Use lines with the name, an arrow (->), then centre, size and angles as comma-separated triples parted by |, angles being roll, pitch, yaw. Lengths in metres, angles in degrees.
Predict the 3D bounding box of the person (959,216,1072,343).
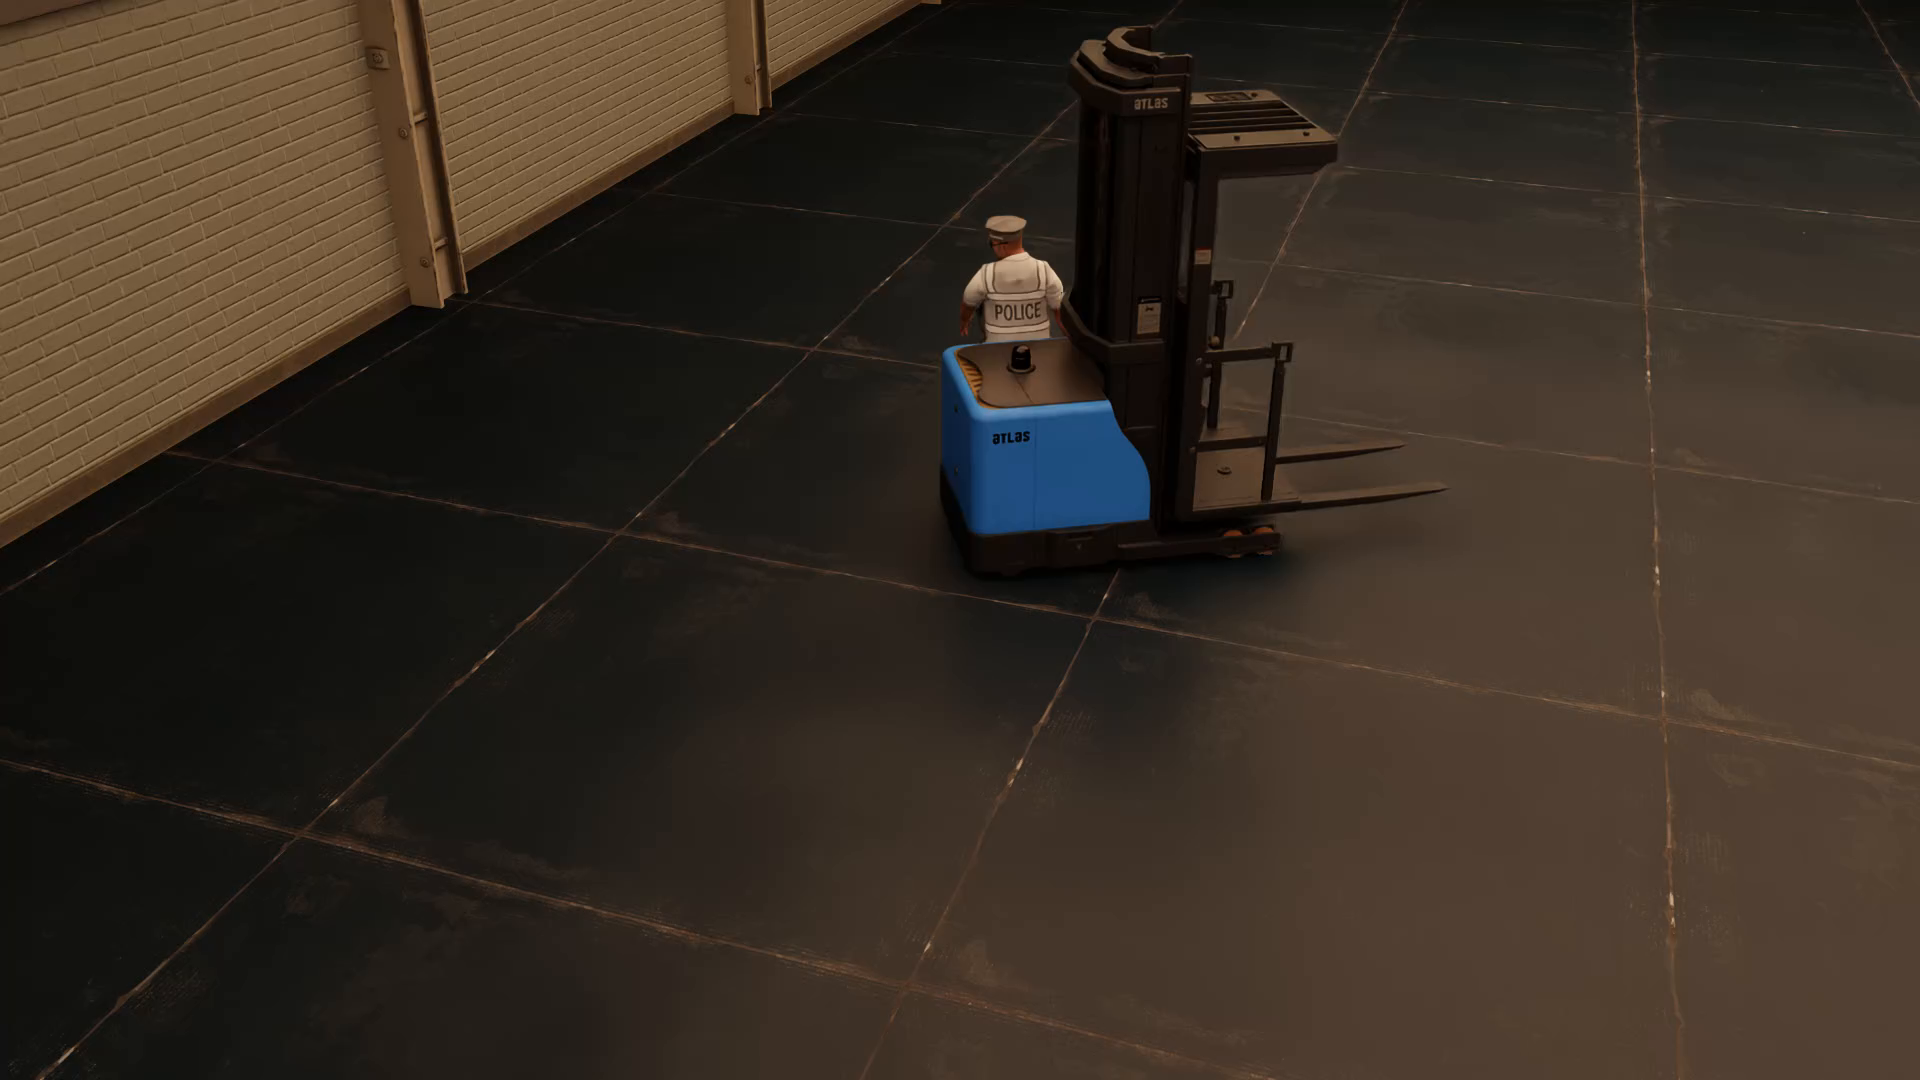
person -> 0.374, -1.258, 10.650 | 0.747, 1.737, 0.939 | -6, 30, -10

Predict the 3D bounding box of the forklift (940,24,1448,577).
forklift -> 1.446, -1.415, 9.618 | 3.031, 2.935, 1.130 | -6, 30, -10
